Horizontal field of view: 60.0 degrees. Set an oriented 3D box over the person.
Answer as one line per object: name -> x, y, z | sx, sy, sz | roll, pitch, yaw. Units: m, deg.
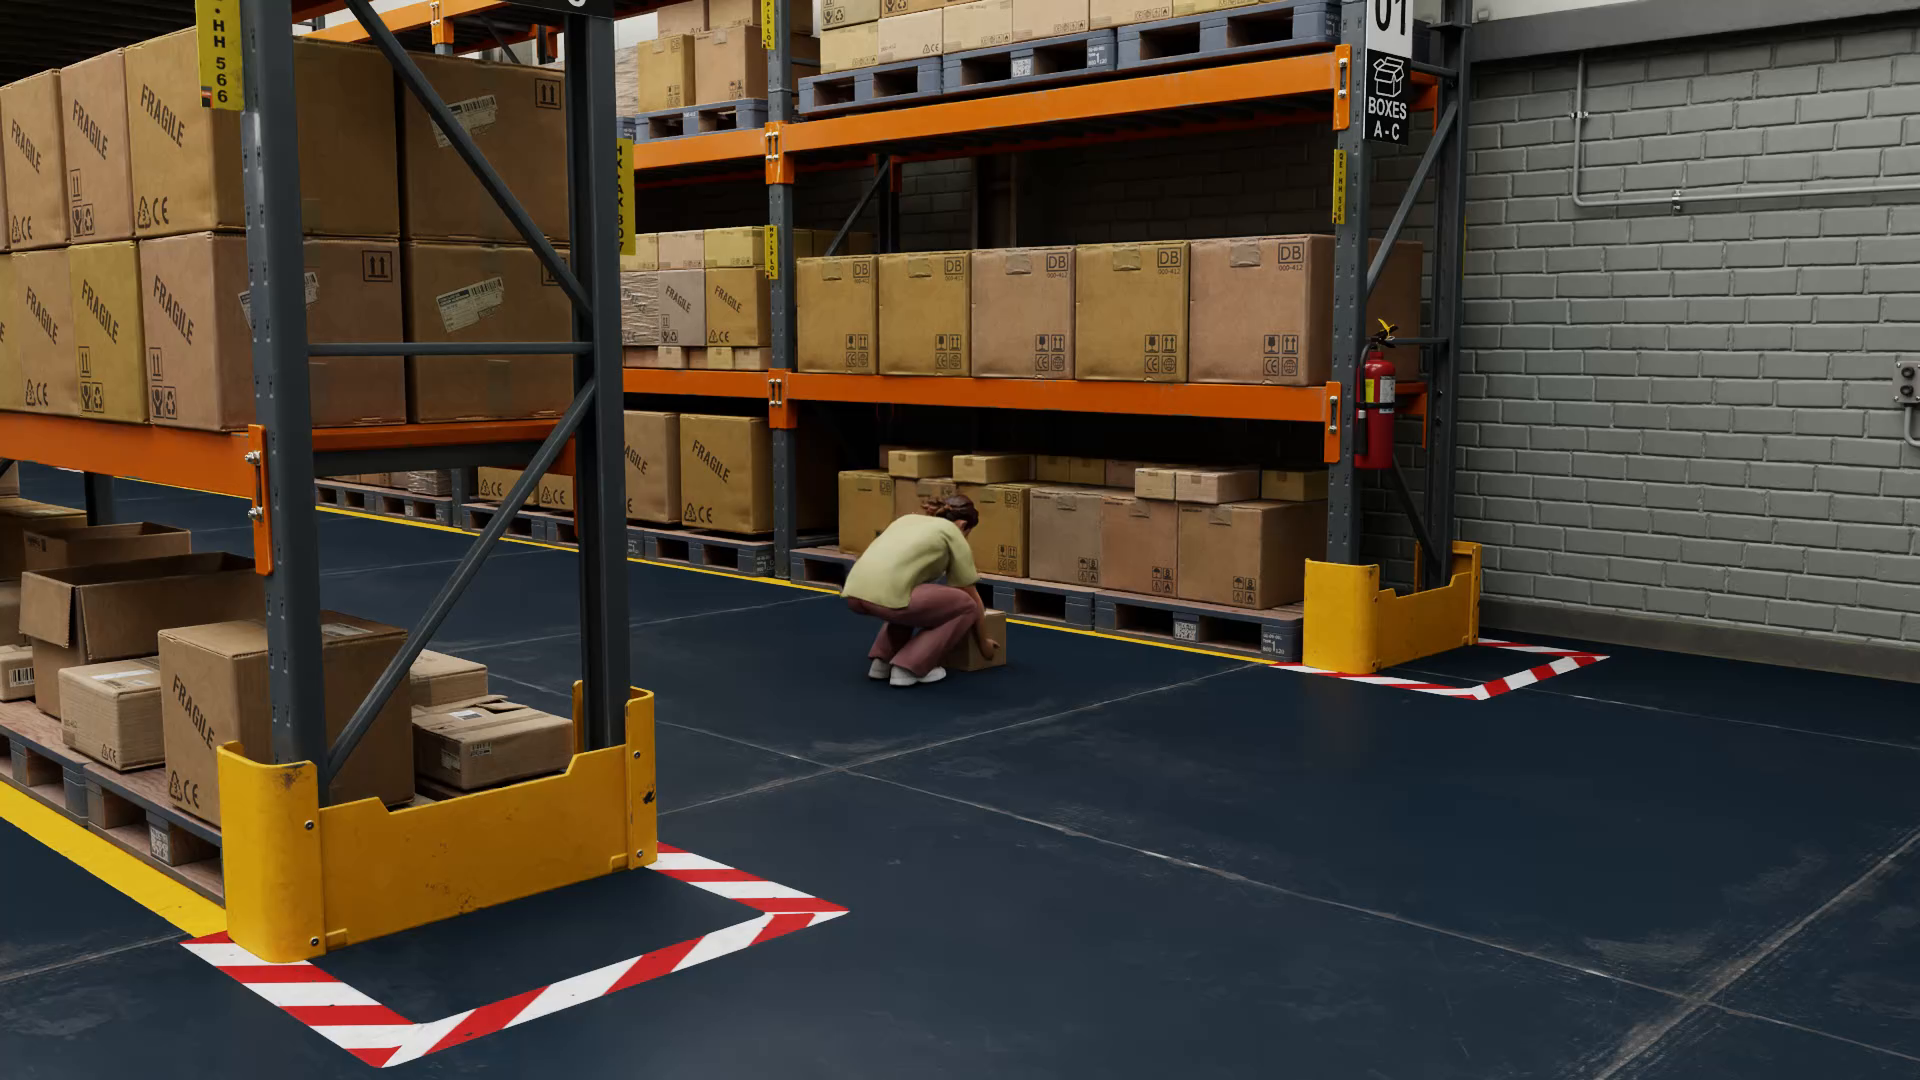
person -> -0.183, 0.218, 7.543 | 0.483, 0.808, 0.803 | 7, 10, 43
